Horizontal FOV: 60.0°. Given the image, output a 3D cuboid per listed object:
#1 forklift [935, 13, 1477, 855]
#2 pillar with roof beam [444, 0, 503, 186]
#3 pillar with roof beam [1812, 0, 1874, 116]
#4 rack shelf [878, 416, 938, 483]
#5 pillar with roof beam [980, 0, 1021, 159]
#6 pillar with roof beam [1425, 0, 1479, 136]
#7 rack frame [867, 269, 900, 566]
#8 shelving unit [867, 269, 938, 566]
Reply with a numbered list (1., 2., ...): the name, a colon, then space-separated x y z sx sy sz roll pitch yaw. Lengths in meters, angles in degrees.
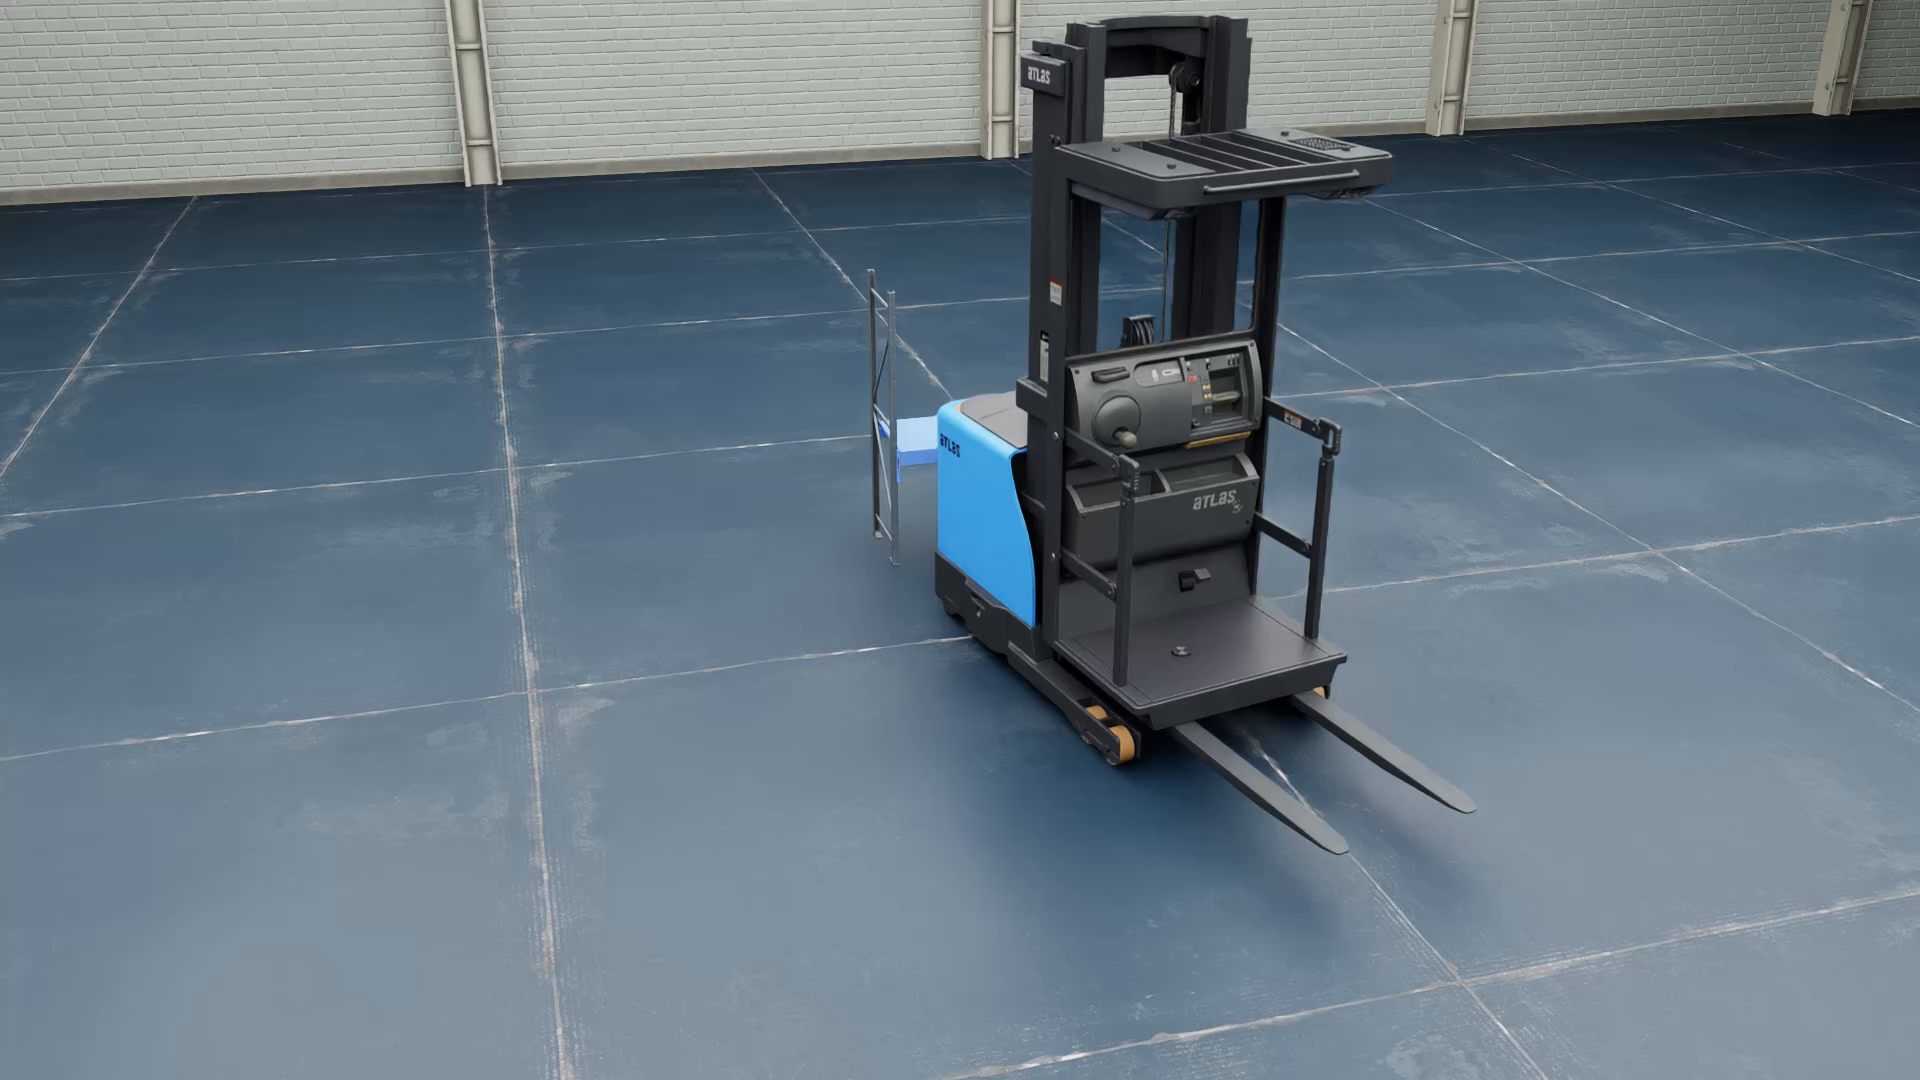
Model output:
1. forklift: 0.987 -0.595 6.919 1.130 2.935 3.031 -11 26 -24
2. pillar with roof beam: -4.139 -6.478 12.936 0.400 9.000 9.100 -6 24 -14
3. pillar with roof beam: 13.192 -8.396 17.404 0.400 9.000 9.100 -6 24 -14
4. rack shelf: 0.082 -0.533 9.046 1.000 0.185 0.538 -6 24 -14
5. pillar with roof beam: 1.638 -7.117 14.425 0.400 9.000 9.100 -6 24 -14
6. pillar with roof beam: 7.415 -7.756 15.915 0.400 9.000 9.100 -6 24 -14
7. rack frame: -0.407 -0.644 8.849 0.032 1.500 0.500 -6 24 -14
8. shelving unit: 0.082 -0.698 8.975 1.048 1.500 0.538 -6 24 -14
